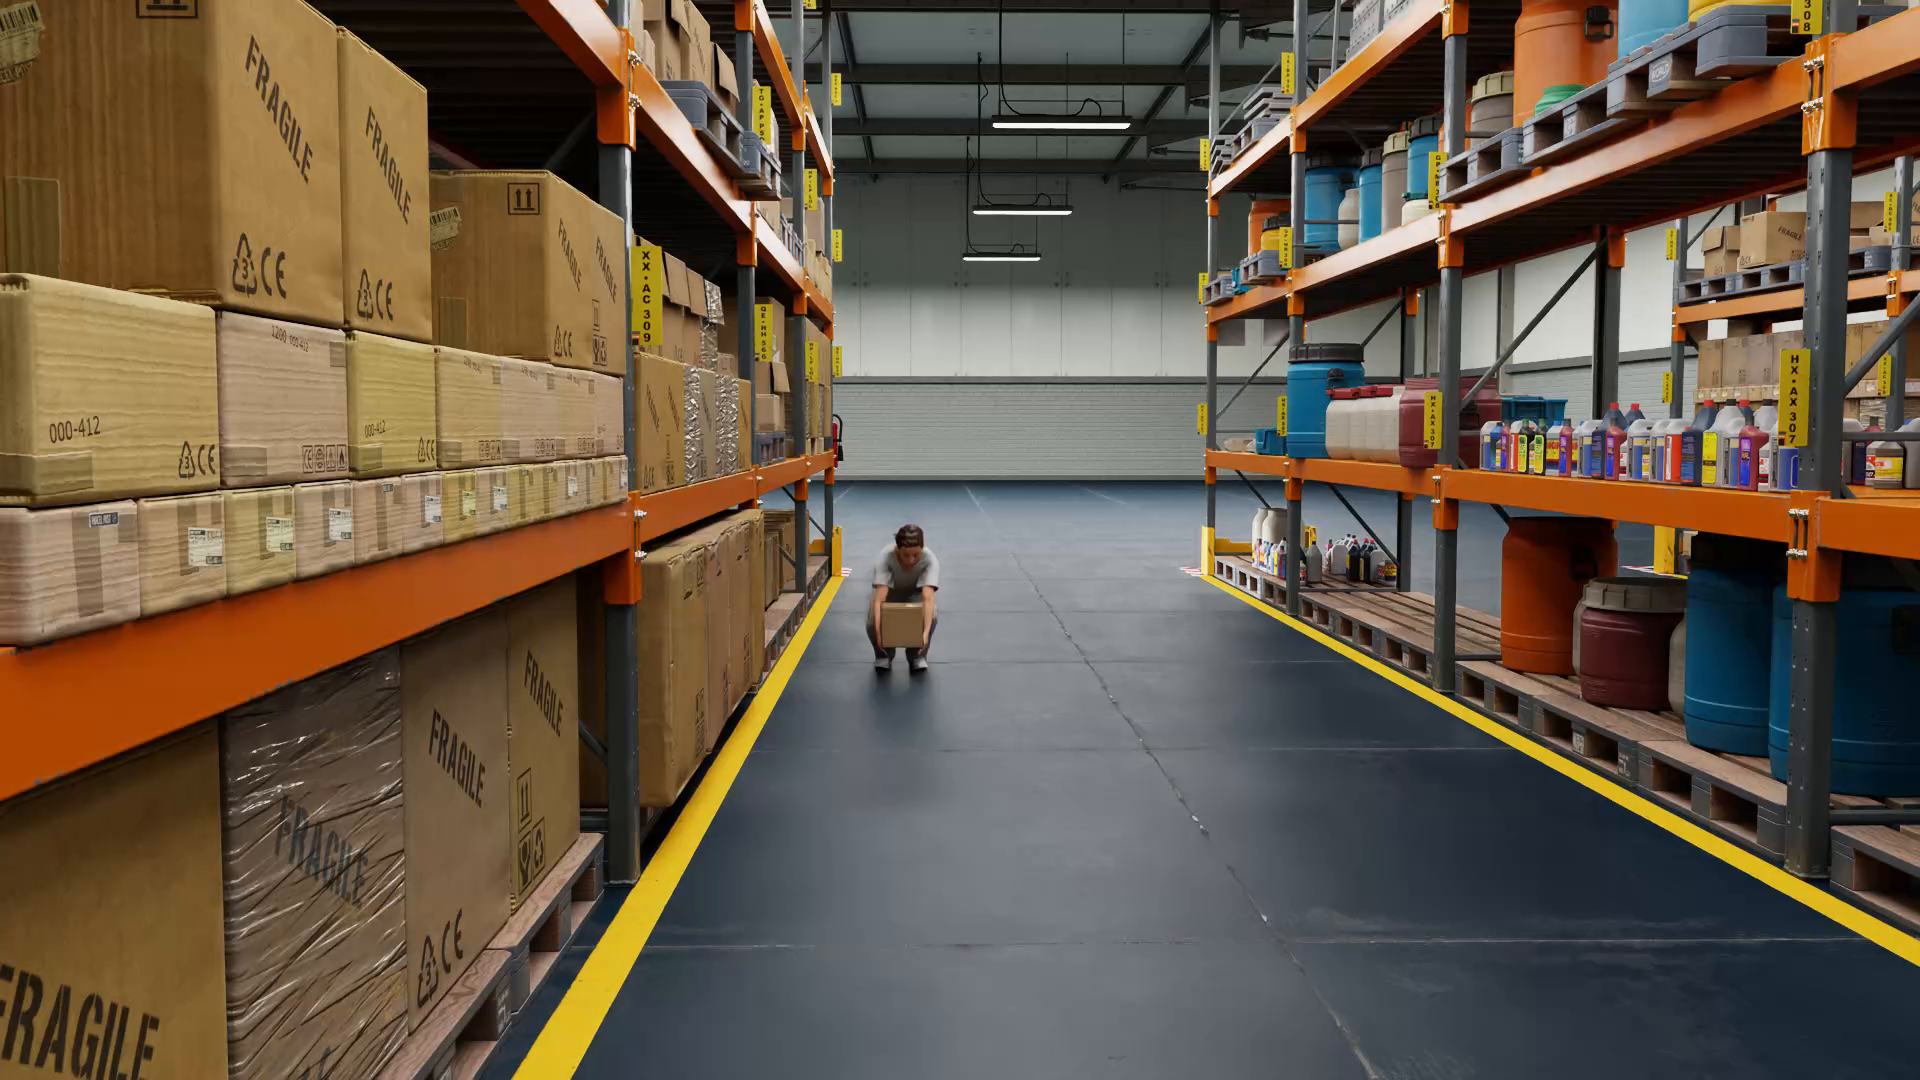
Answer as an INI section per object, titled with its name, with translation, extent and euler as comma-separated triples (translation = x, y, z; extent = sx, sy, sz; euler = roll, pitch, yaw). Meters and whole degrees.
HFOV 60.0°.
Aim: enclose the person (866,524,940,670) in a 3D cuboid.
[person]
translation = -0.362, 0.360, 10.579
extent = 0.468, 0.951, 0.811
euler = 0, 4, -2
